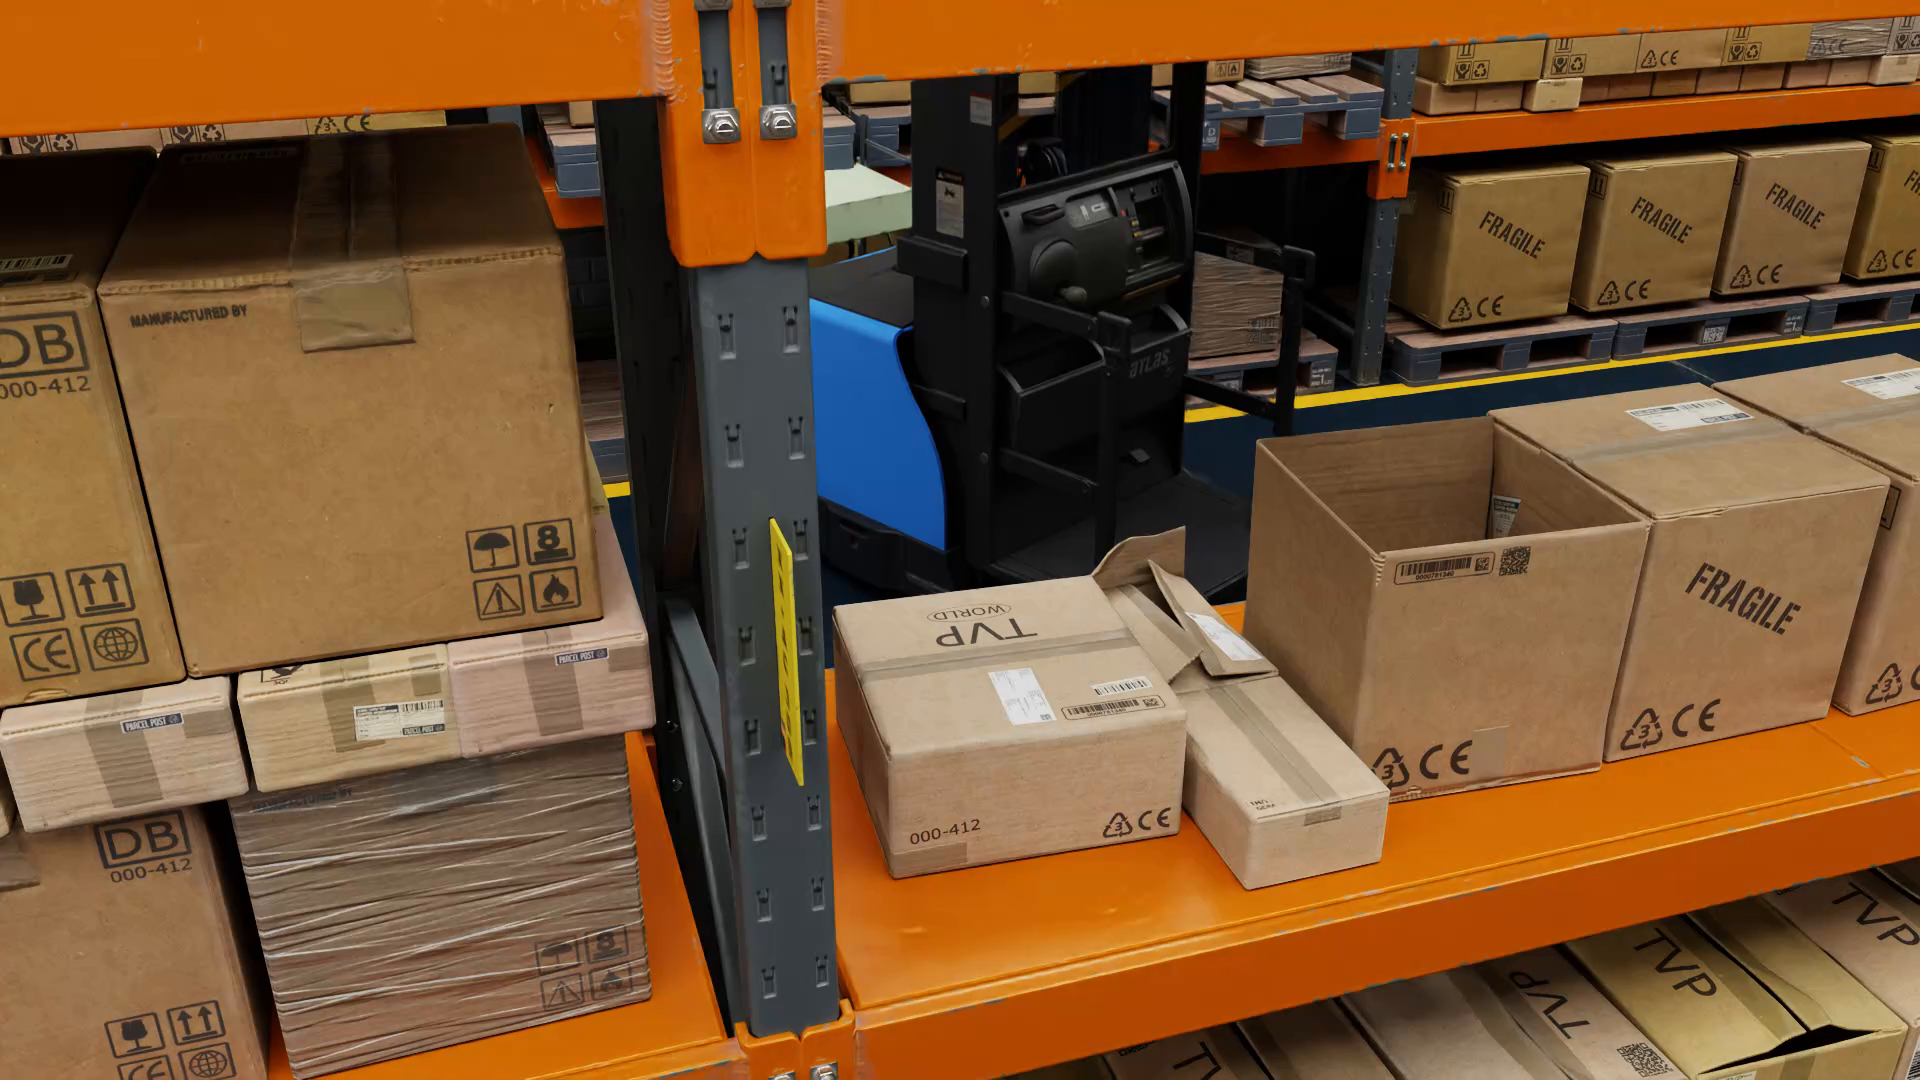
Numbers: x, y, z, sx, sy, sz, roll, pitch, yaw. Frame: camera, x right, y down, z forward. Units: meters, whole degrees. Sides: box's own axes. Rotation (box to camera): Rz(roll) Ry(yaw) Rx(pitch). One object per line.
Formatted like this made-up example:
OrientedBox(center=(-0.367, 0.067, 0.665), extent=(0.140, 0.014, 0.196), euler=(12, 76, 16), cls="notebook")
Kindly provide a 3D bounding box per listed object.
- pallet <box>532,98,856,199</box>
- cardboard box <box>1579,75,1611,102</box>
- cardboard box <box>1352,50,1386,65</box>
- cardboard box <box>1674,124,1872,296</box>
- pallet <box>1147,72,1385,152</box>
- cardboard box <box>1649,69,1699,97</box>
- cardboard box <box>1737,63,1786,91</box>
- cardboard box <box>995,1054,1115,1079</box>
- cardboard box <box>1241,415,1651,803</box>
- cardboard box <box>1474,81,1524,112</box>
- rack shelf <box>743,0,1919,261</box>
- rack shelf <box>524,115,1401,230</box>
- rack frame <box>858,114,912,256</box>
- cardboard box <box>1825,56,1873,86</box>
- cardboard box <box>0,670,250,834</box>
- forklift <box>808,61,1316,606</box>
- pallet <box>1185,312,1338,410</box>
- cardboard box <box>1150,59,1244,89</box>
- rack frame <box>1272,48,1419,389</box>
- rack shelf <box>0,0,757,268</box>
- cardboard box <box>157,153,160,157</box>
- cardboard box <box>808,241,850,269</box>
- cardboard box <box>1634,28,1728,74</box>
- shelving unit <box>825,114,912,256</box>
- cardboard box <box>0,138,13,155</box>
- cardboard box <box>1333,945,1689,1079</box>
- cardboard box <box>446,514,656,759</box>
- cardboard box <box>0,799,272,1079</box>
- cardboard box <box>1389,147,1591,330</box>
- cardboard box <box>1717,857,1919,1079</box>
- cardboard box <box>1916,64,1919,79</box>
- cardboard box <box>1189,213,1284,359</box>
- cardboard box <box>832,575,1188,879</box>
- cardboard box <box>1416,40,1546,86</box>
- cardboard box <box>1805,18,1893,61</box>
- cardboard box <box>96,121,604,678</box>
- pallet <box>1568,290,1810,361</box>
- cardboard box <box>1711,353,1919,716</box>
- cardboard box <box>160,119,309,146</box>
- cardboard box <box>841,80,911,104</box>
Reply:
OrientedBox(center=(-1.151, -1.723, 7.063), extent=(1.213, 0.211, 1.003), euler=(-8, 28, -16), cls="pallet")
OrientedBox(center=(2.988, -2.278, 8.226), extent=(0.250, 0.149, 0.380), euler=(-9, 28, -17), cls="cardboard box")
OrientedBox(center=(2.248, -2.680, 8.305), extent=(0.500, 0.500, 0.500), euler=(-8, 28, -16), cls="cardboard box")
OrientedBox(center=(4.262, -1.824, 8.996), extent=(0.750, 0.750, 0.750), euler=(-7, 27, -15), cls="cardboard box")
OrientedBox(center=(1.236, -2.087, 7.796), extent=(1.003, 0.211, 1.213), euler=(-8, 28, -16), cls="pallet")
OrientedBox(center=(3.480, -2.349, 8.368), extent=(0.250, 0.149, 0.380), euler=(-8, 27, -15), cls="cardboard box")
OrientedBox(center=(3.973, -2.409, 8.489), extent=(0.250, 0.149, 0.380), euler=(-7, 27, -14), cls="cardboard box")
OrientedBox(center=(0.085, 1.169, 3.010), extent=(0.500, 0.311, 0.500), euler=(-8, 28, -16), cls="cardboard box")
OrientedBox(center=(0.851, 0.113, 3.038), extent=(0.500, 0.500, 0.500), euler=(-6, 27, -12), cls="cardboard box")
OrientedBox(center=(2.508, -2.191, 8.050), extent=(0.250, 0.149, 0.380), euler=(-8, 27, -15), cls="cardboard box")
OrientedBox(center=(1.517, -0.968, 2.762), extent=(4.000, 0.370, 1.077), euler=(-8, 28, -16), cls="rack shelf")
OrientedBox(center=(-0.021, -1.718, 7.647), extent=(4.000, 0.370, 1.077), euler=(-8, 28, -16), cls="rack shelf")
OrientedBox(center=(-0.314, -1.018, 7.072), extent=(0.023, 1.500, 0.400), euler=(-19, 37, -33), cls="rack frame")
OrientedBox(center=(4.472, -2.469, 8.610), extent=(0.250, 0.149, 0.380), euler=(-8, 28, -16), cls="cardboard box")
OrientedBox(center=(-1.061, 0.192, 2.149), extent=(0.250, 0.149, 0.380), euler=(-9, 28, -18), cls="cardboard box")
OrientedBox(center=(0.626, -1.015, 5.498), extent=(3.031, 2.935, 1.130), euler=(23, 35, 39), cls="forklift")
OrientedBox(center=(1.137, -0.960, 8.446), extent=(1.213, 0.211, 1.003), euler=(-8, 28, -16), cls="pallet")
OrientedBox(center=(0.914, -2.401, 7.605), extent=(0.500, 0.500, 0.700), euler=(-11, 28, -21), cls="cardboard box")
OrientedBox(center=(1.881, -2.316, 8.042), extent=(0.127, 3.000, 1.000), euler=(-8, 28, -16), cls="rack frame")
OrientedBox(center=(-2.287, -0.417, 1.653), extent=(4.000, 0.370, 1.077), euler=(-8, 28, -16), cls="rack shelf")
OrientedBox(center=(-3.229, -1.373, 6.288), extent=(0.500, 0.250, 0.500), euler=(-8, 28, -16), cls="cardboard box")
OrientedBox(center=(-0.810, -1.349, 7.567), extent=(0.500, 0.250, 0.500), euler=(-9, 28, -17), cls="cardboard box")
OrientedBox(center=(3.395, -2.598, 8.140), extent=(0.500, 0.500, 0.500), euler=(-8, 28, -16), cls="cardboard box")
OrientedBox(center=(-0.604, -0.917, 6.872), extent=(0.755, 1.500, 0.431), euler=(-19, 37, -33), cls="shelving unit")
OrientedBox(center=(-3.725, -1.639, 5.981), extent=(0.500, 0.500, 0.500), euler=(-7, 27, -14), cls="cardboard box")
OrientedBox(center=(1.055, 1.031, 3.289), extent=(0.500, 0.311, 0.500), euler=(-9, 28, -18), cls="cardboard box")
OrientedBox(center=(-0.577, 0.121, 2.290), extent=(0.250, 0.149, 0.380), euler=(-8, 28, -16), cls="cardboard box")
OrientedBox(center=(-1.304, 0.423, 2.412), extent=(0.500, 0.500, 0.700), euler=(-9, 28, -17), cls="cardboard box")
OrientedBox(center=(2.621, -1.587, 8.519), extent=(0.750, 0.750, 0.750), euler=(-9, 28, -17), cls="cardboard box")
OrientedBox(center=(2.024, 0.889, 3.575), extent=(0.500, 0.311, 0.500), euler=(-8, 28, -16), cls="cardboard box")
OrientedBox(center=(4.958, -2.536, 8.744), extent=(0.250, 0.149, 0.380), euler=(-7, 27, -14), cls="cardboard box")
OrientedBox(center=(1.212, -1.272, 8.256), extent=(0.500, 0.500, 0.700), euler=(-8, 27, -15), cls="cardboard box")
OrientedBox(center=(0.070, 0.310, 2.922), extent=(0.500, 0.250, 0.500), euler=(-7, 27, -13), cls="cardboard box")
OrientedBox(center=(2.422, -2.462, 7.866), extent=(0.500, 0.500, 0.500), euler=(-7, 27, -15), cls="cardboard box")
OrientedBox(center=(4.361, -2.744, 8.434), extent=(0.500, 0.500, 0.500), euler=(-8, 28, -16), cls="cardboard box")
OrientedBox(center=(-0.805, -0.233, 2.275), extent=(0.500, 0.500, 0.700), euler=(-8, 28, -16), cls="cardboard box")
OrientedBox(center=(3.812, -1.310, 9.152), extent=(1.213, 0.211, 1.003), euler=(-8, 28, -16), cls="pallet")
OrientedBox(center=(1.828, -0.029, 3.323), extent=(0.500, 0.500, 0.500), euler=(-10, 28, -19), cls="cardboard box")
OrientedBox(center=(-2.749, -1.776, 6.257), extent=(0.500, 0.500, 0.500), euler=(-8, 28, -16), cls="cardboard box")
OrientedBox(center=(-0.278, -2.241, 7.283), extent=(0.500, 0.500, 0.700), euler=(-5, 27, -9), cls="cardboard box")
